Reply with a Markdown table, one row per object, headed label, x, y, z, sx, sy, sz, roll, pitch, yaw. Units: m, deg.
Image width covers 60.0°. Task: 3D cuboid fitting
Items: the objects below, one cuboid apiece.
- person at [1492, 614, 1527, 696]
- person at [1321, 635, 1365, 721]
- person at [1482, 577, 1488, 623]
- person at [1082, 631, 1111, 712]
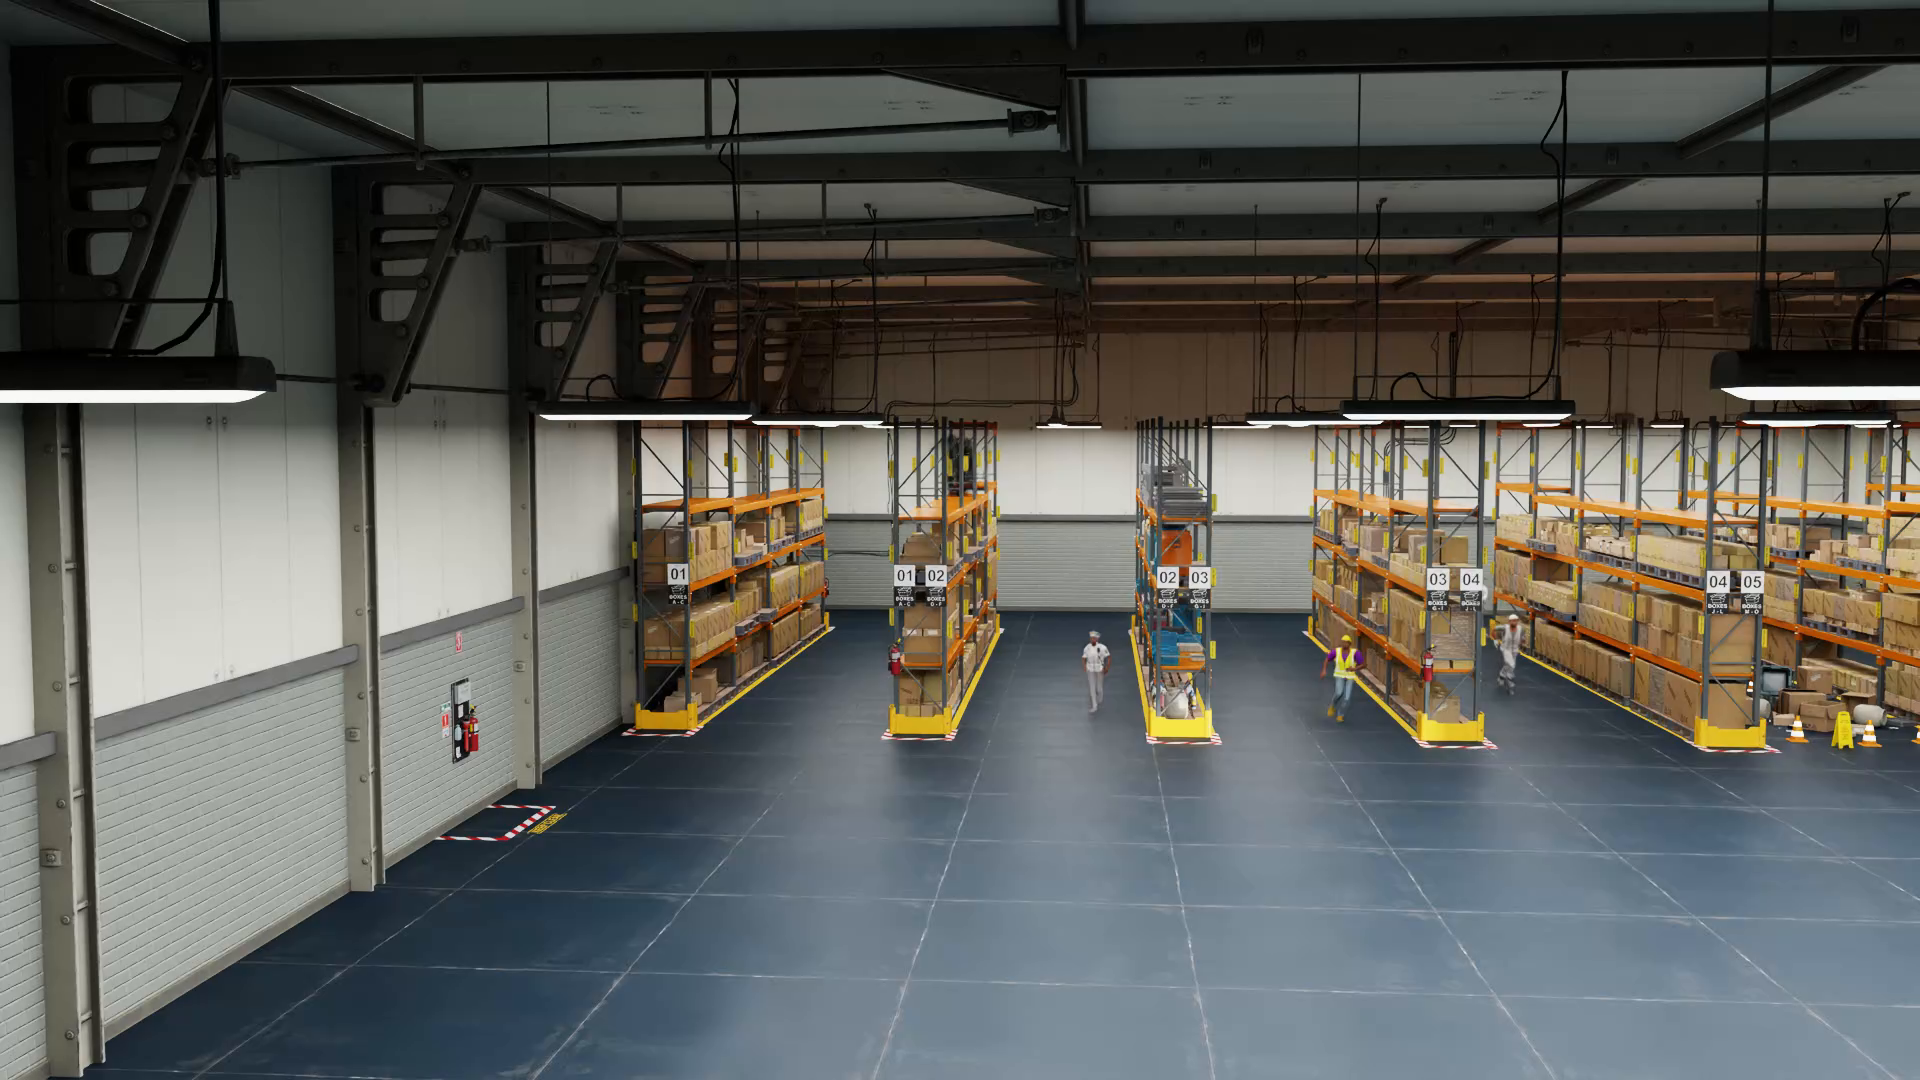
| label | x | y | z | sx | sy | sz | roll | pitch | yaw |
| --- | --- | --- | --- | --- | --- | --- | --- | --- | --- |
| person | 11.991 | 2.479 | 36.340 | 0.649 | 1.783 | 0.972 | -1 | 4 | -10 |
| person | 7.570 | 2.731 | 32.847 | 0.807 | 1.720 | 0.607 | 0 | 4 | 5 |
| person | 14.742 | 1.834 | 47.149 | 0.623 | 1.714 | 0.601 | -3 | 5 | -37 |
| person | 2.790 | 2.685 | 34.062 | 0.603 | 1.672 | 0.630 | 1 | 4 | 17 |
